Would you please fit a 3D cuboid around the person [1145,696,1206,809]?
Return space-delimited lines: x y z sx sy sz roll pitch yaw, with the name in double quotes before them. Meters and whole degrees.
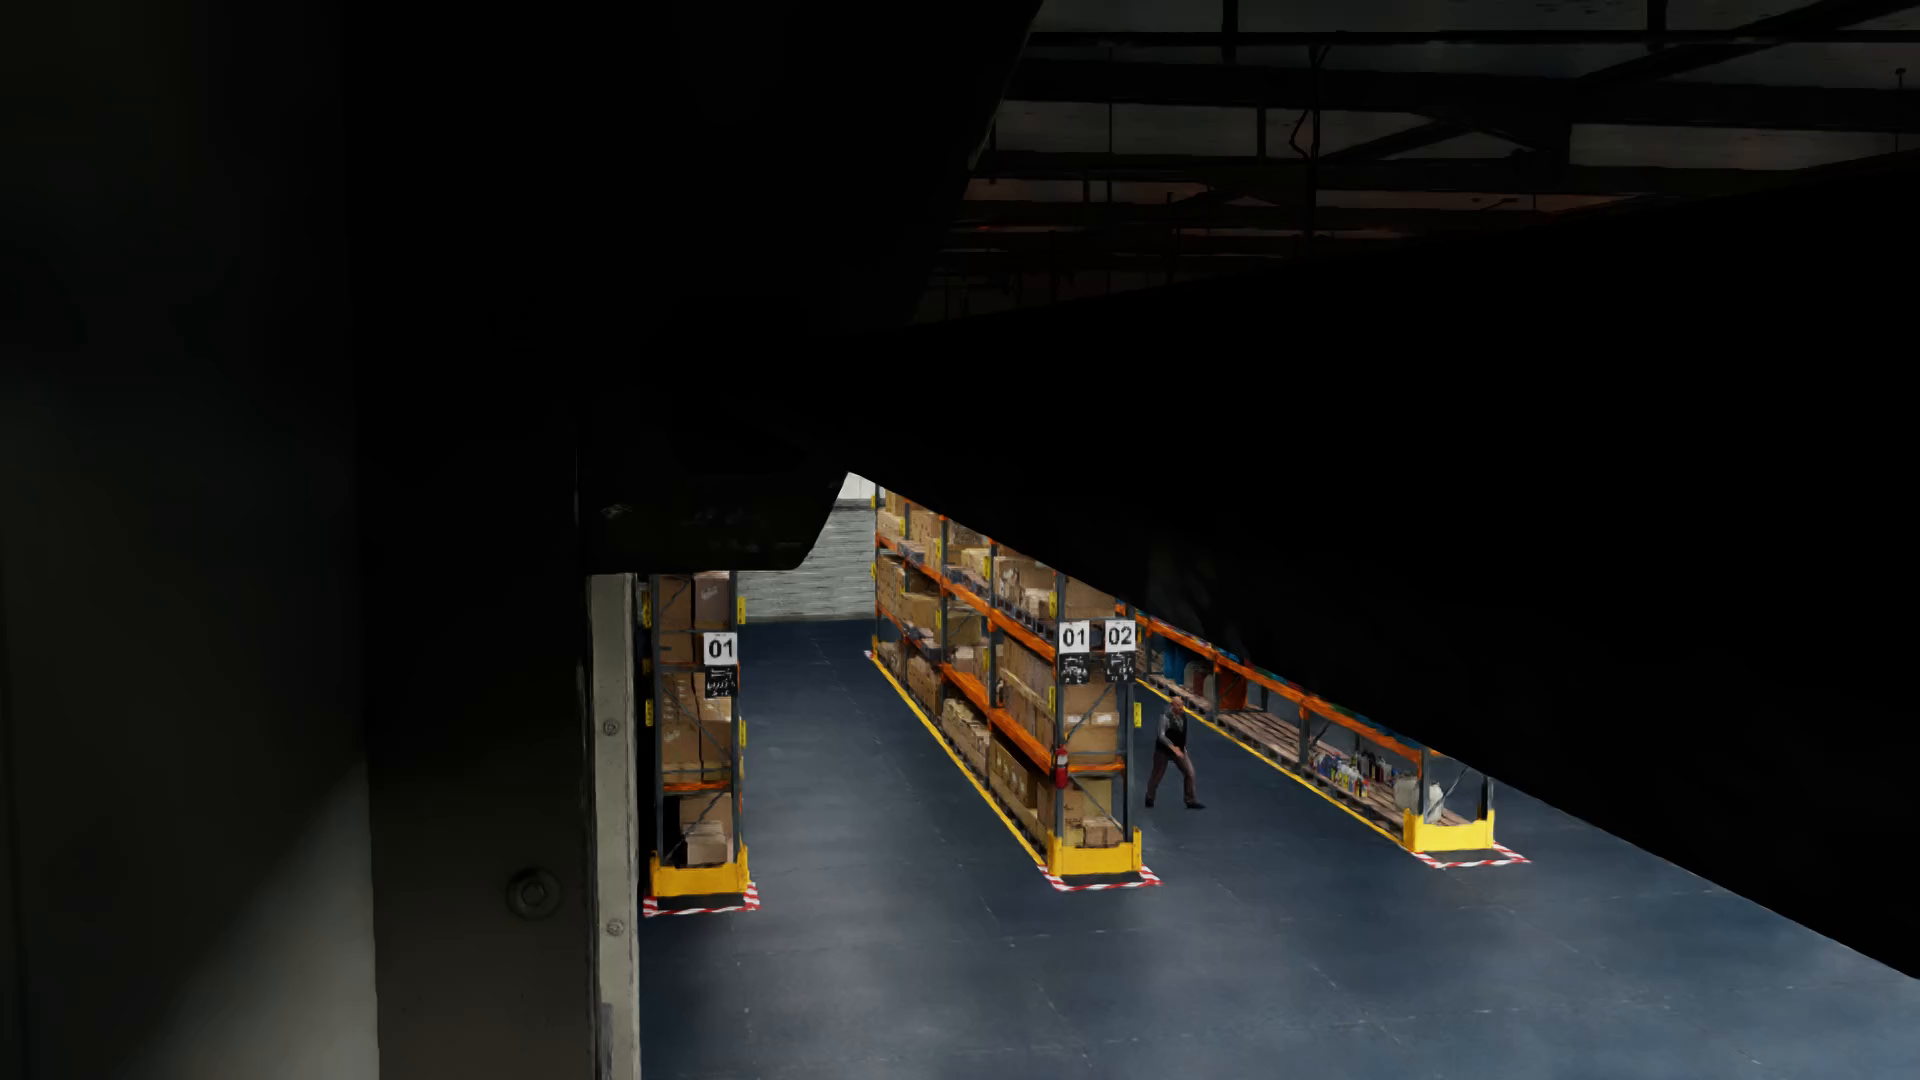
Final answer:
"person" 3.052 3.039 23.955 0.687 1.657 0.817 -3 7 -30
